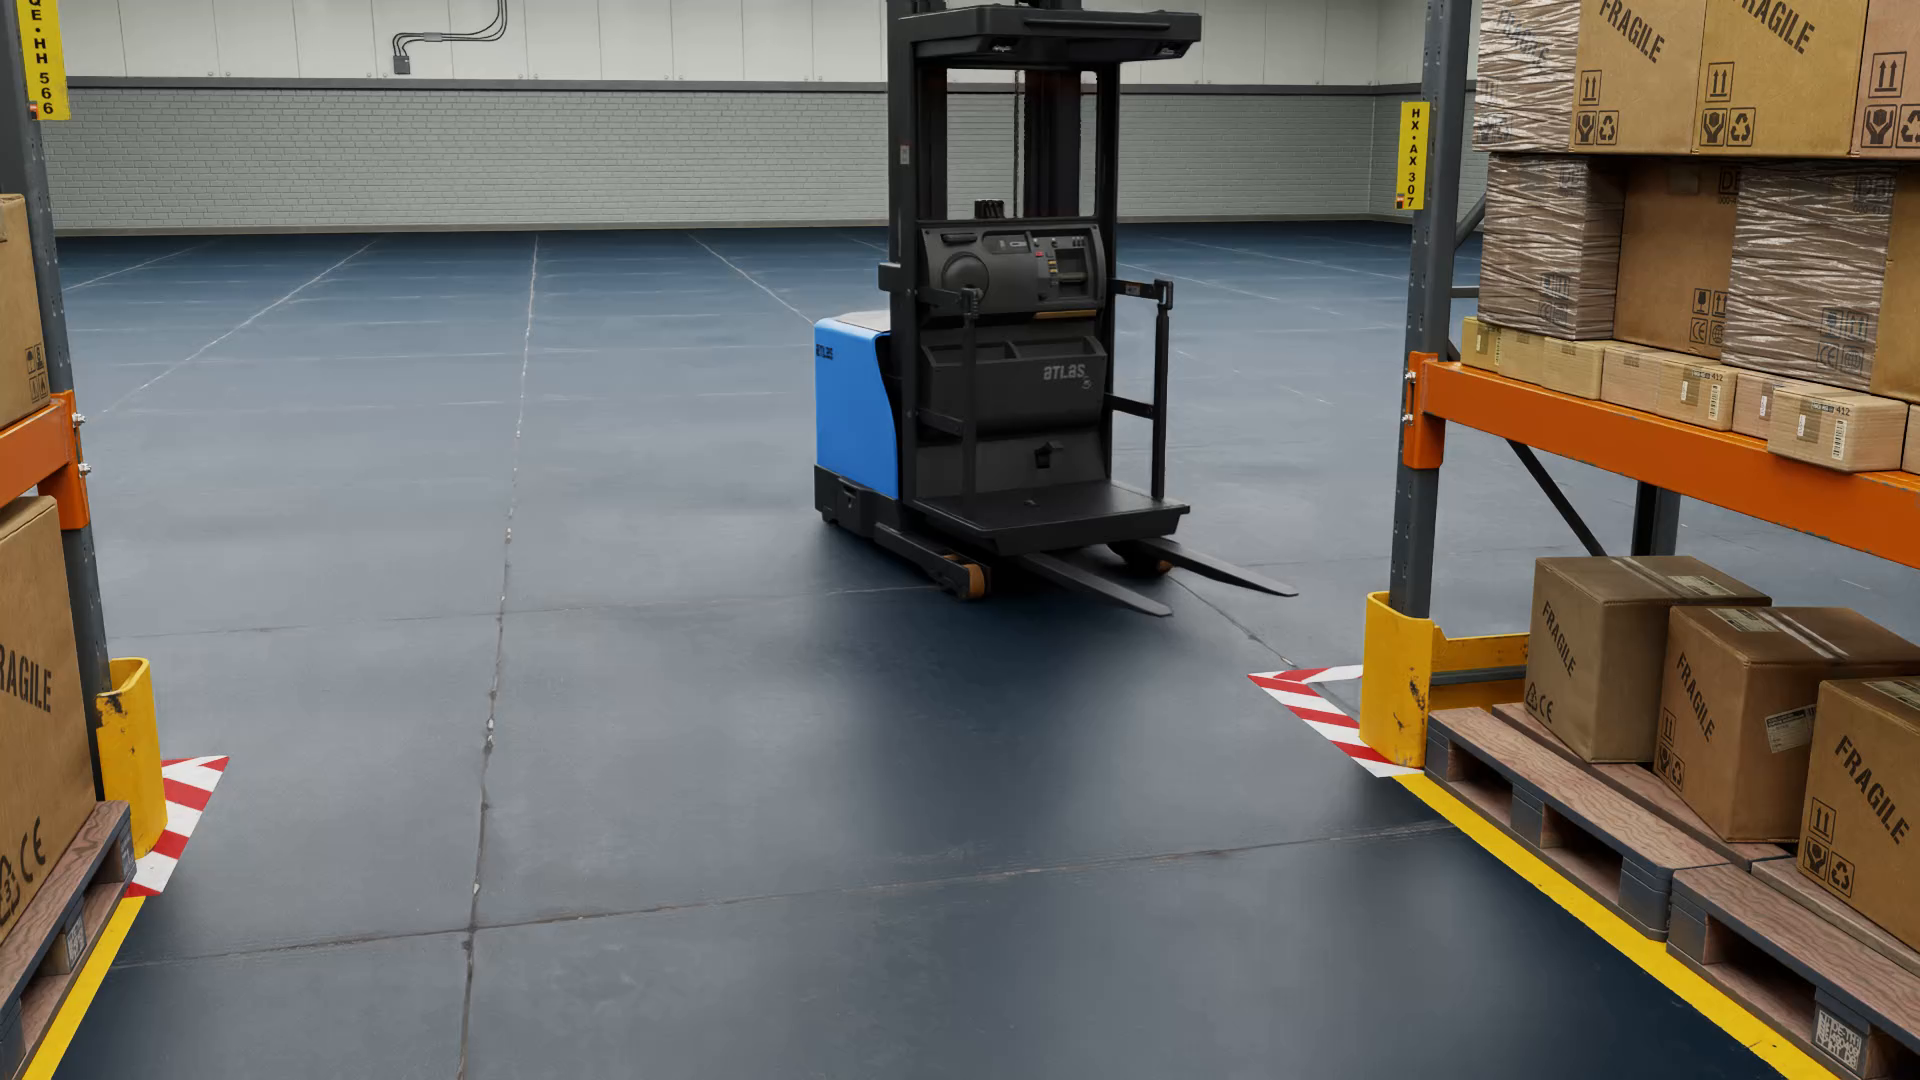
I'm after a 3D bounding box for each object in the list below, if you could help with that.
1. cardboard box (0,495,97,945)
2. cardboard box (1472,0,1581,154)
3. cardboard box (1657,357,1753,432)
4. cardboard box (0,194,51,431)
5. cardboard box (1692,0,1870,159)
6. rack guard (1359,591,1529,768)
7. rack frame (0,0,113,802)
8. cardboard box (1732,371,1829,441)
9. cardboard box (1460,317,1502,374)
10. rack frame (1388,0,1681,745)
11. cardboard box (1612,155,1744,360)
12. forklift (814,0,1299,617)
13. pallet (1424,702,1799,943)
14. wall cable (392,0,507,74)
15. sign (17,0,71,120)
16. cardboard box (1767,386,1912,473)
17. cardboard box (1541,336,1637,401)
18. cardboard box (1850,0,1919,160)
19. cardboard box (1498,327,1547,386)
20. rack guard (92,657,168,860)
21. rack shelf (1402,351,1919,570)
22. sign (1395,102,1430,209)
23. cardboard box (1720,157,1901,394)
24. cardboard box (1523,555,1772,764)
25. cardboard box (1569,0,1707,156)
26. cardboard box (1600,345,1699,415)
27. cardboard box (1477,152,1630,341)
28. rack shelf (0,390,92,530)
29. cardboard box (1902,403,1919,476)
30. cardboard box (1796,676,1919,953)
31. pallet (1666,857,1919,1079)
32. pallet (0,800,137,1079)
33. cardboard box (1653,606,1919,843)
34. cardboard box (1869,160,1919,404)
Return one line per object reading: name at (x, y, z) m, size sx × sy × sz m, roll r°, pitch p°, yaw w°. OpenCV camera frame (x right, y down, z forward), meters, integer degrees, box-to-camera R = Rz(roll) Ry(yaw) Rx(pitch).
cardboard box at (-2.684, 0.430, 3.937) m, size 0.875 × 0.875 × 0.875 m, roll -3°, pitch 14°, yaw -13°
cardboard box at (1.802, -1.340, 4.649) m, size 0.500 × 0.500 × 0.500 m, roll -3°, pitch 14°, yaw -13°
cardboard box at (1.987, -0.371, 4.153) m, size 0.380 × 0.149 × 0.250 m, roll -3°, pitch 14°, yaw -13°
cardboard box at (-2.776, -0.540, 4.002) m, size 0.875 × 0.550 × 0.550 m, roll -3°, pitch 14°, yaw -13°
cardboard box at (2.031, -1.109, 3.703) m, size 0.500 × 0.500 × 0.500 m, roll -3°, pitch 14°, yaw -13°
rack guard at (1.955, 0.428, 5.621) m, size 1.175 × 0.500 × 0.348 m, roll -3°, pitch 14°, yaw -13°
rack frame at (-2.908, -0.550, 4.360) m, size 1.000 × 3.000 × 0.127 m, roll -3°, pitch 14°, yaw -13°
cardboard box at (2.073, -0.315, 3.924) m, size 0.380 × 0.149 × 0.250 m, roll -3°, pitch 14°, yaw -13°
cardboard box at (1.773, -0.603, 5.102) m, size 0.380 × 0.149 × 0.250 m, roll -3°, pitch 14°, yaw -13°
rack frame at (1.937, -0.804, 5.396) m, size 1.000 × 3.000 × 0.127 m, roll -3°, pitch 14°, yaw -13°
cardboard box at (2.274, -0.760, 4.378) m, size 0.875 × 0.500 × 0.500 m, roll -3°, pitch 14°, yaw -13°
forklift at (0.356, -1.275, 7.469) m, size 1.130 × 2.935 × 3.031 m, roll -7°, pitch 15°, yaw -27°
pallet at (2.112, 0.758, 4.880) m, size 1.003 × 0.211 × 1.213 m, roll -3°, pitch 14°, yaw -13°
wall cable at (-10.453, -12.529, 33.583) m, size 2.305 × 6.003 × 0.169 m, roll -3°, pitch 14°, yaw -13°
sign at (-2.377, -1.255, 4.305) m, size 0.100 × 0.325 × 0.005 m, roll -3°, pitch 14°, yaw -13°
cardboard box at (2.031, -0.251, 3.664) m, size 0.380 × 0.149 × 0.250 m, roll -3°, pitch 14°, yaw -13°
cardboard box at (1.857, -0.485, 4.622) m, size 0.380 × 0.149 × 0.250 m, roll -3°, pitch 14°, yaw -13°
cardboard box at (2.154, -0.994, 3.232) m, size 0.500 × 0.500 × 0.500 m, roll -3°, pitch 14°, yaw -13°
cardboard box at (1.813, -0.544, 4.862) m, size 0.380 × 0.149 × 0.250 m, roll -3°, pitch 14°, yaw -13°
rack guard at (-2.913, 0.658, 4.679) m, size 1.175 × 0.500 × 0.348 m, roll -3°, pitch 14°, yaw -13°
rack shelf at (2.407, 0.007, 3.593) m, size 1.077 × 0.370 × 4.000 m, roll -3°, pitch 14°, yaw -13°
sign at (1.410, -1.194, 5.169) m, size 0.100 × 0.325 × 0.005 m, roll -3°, pitch 14°, yaw -13°
cardboard box at (2.349, -0.642, 3.897) m, size 0.875 × 0.500 × 0.500 m, roll -3°, pitch 14°, yaw -13°
cardboard box at (2.068, 0.352, 5.049) m, size 0.500 × 0.500 × 0.500 m, roll -1°, pitch 14°, yaw -3°
cardboard box at (1.912, -1.225, 4.175) m, size 0.500 × 0.500 × 0.500 m, roll -3°, pitch 14°, yaw -13°
cardboard box at (1.936, -0.429, 4.391) m, size 0.380 × 0.149 × 0.250 m, roll -3°, pitch 14°, yaw -13°
cardboard box at (2.040, -0.868, 4.823) m, size 0.875 × 0.500 × 0.500 m, roll -3°, pitch 14°, yaw -13°
rack shelf at (-2.438, 0.260, 2.557) m, size 1.077 × 0.370 × 4.000 m, roll -3°, pitch 14°, yaw -13°
cardboard box at (2.218, -0.201, 3.458) m, size 0.380 × 0.149 × 0.250 m, roll -3°, pitch 14°, yaw -13°
cardboard box at (2.370, 0.633, 3.897) m, size 0.500 × 0.500 × 0.500 m, roll -2°, pitch 14°, yaw -8°
pallet at (2.395, 1.039, 3.730) m, size 1.003 × 0.211 × 1.213 m, roll -3°, pitch 14°, yaw -13°
pallet at (-2.644, 0.984, 3.954) m, size 1.003 × 0.211 × 1.213 m, roll -3°, pitch 14°, yaw -13°
cardboard box at (2.241, 0.488, 4.493) m, size 0.500 × 0.500 × 0.500 m, roll 0°, pitch 14°, yaw 2°
cardboard box at (2.455, -0.526, 3.422) m, size 0.875 × 0.500 × 0.500 m, roll -3°, pitch 14°, yaw -13°
